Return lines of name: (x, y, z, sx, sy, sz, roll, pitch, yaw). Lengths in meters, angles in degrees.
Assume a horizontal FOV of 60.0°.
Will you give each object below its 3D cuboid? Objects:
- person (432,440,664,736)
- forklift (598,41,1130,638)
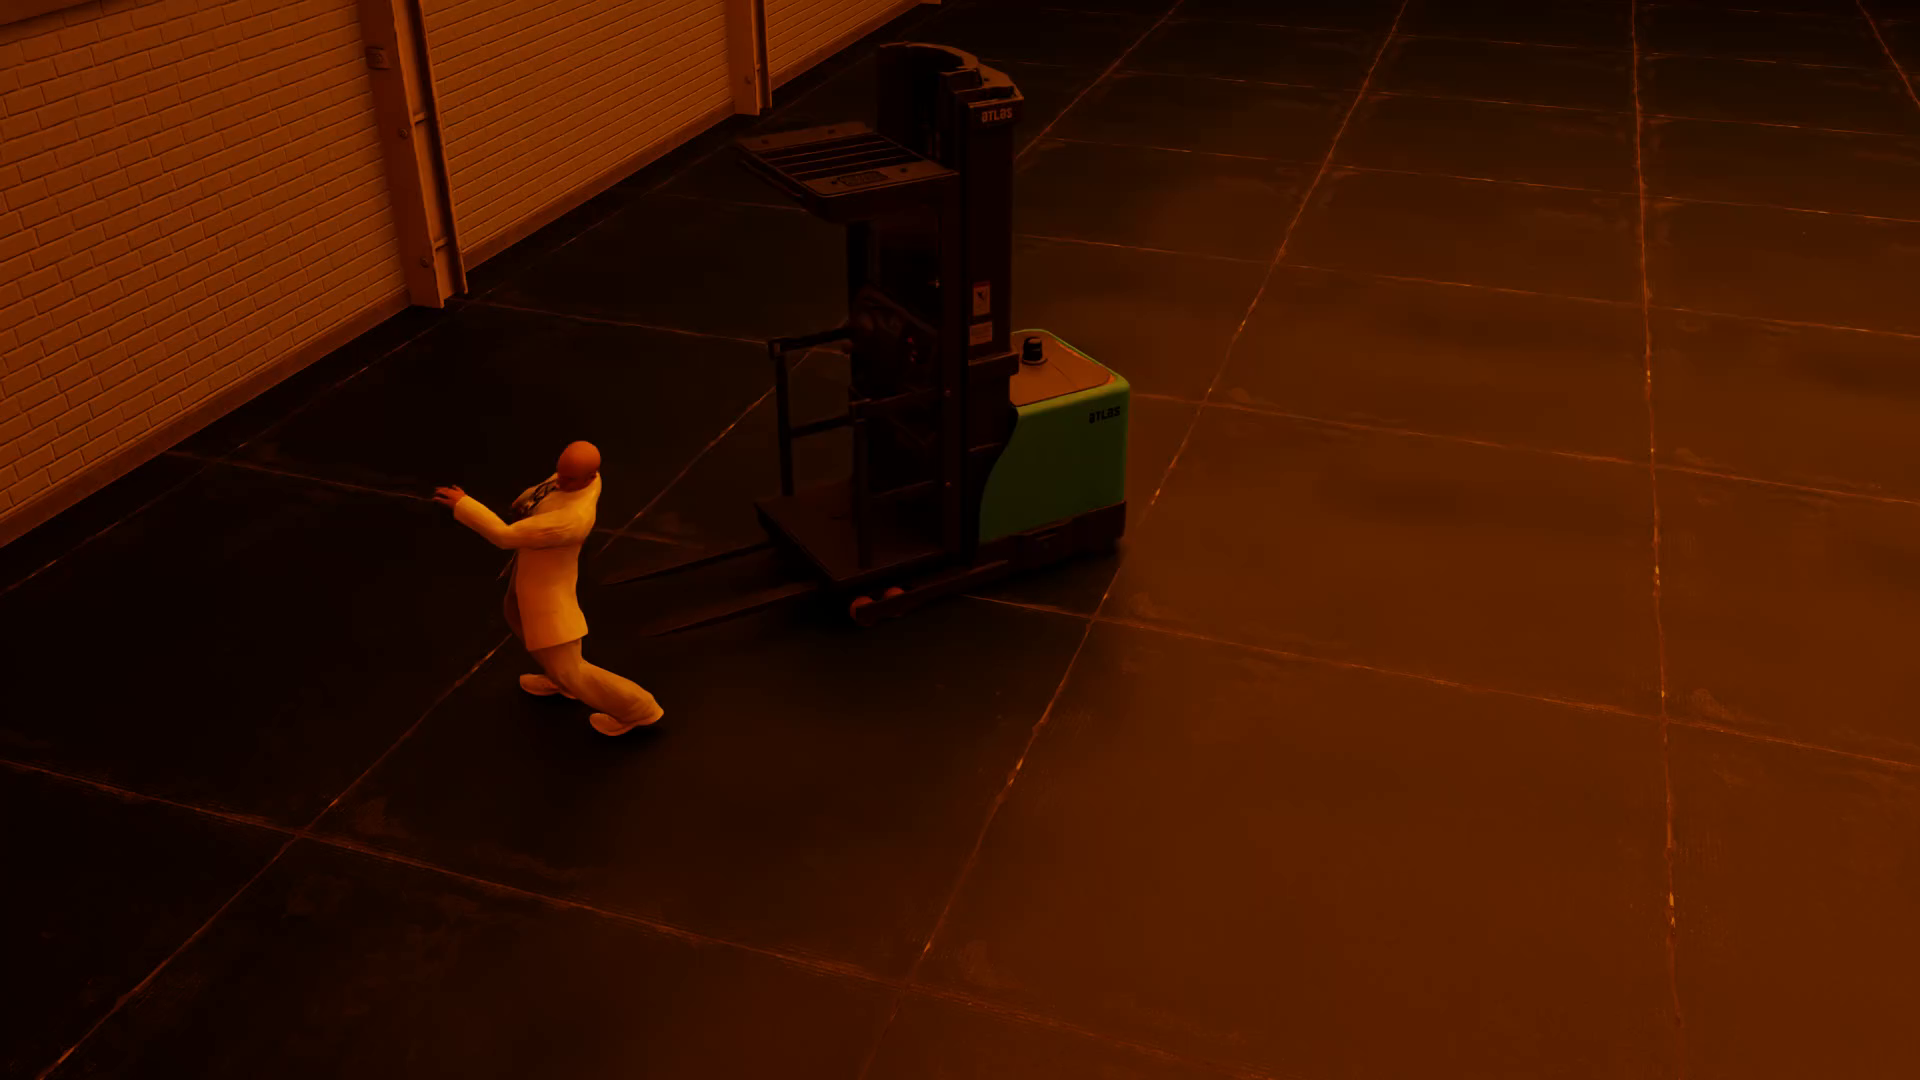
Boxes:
person: (-2.054, 0.175, 8.207, 0.915, 1.542, 0.944, -10, 31, -18)
forklift: (-0.541, -1.089, 9.047, 3.031, 2.935, 1.130, -16, 33, -26)
